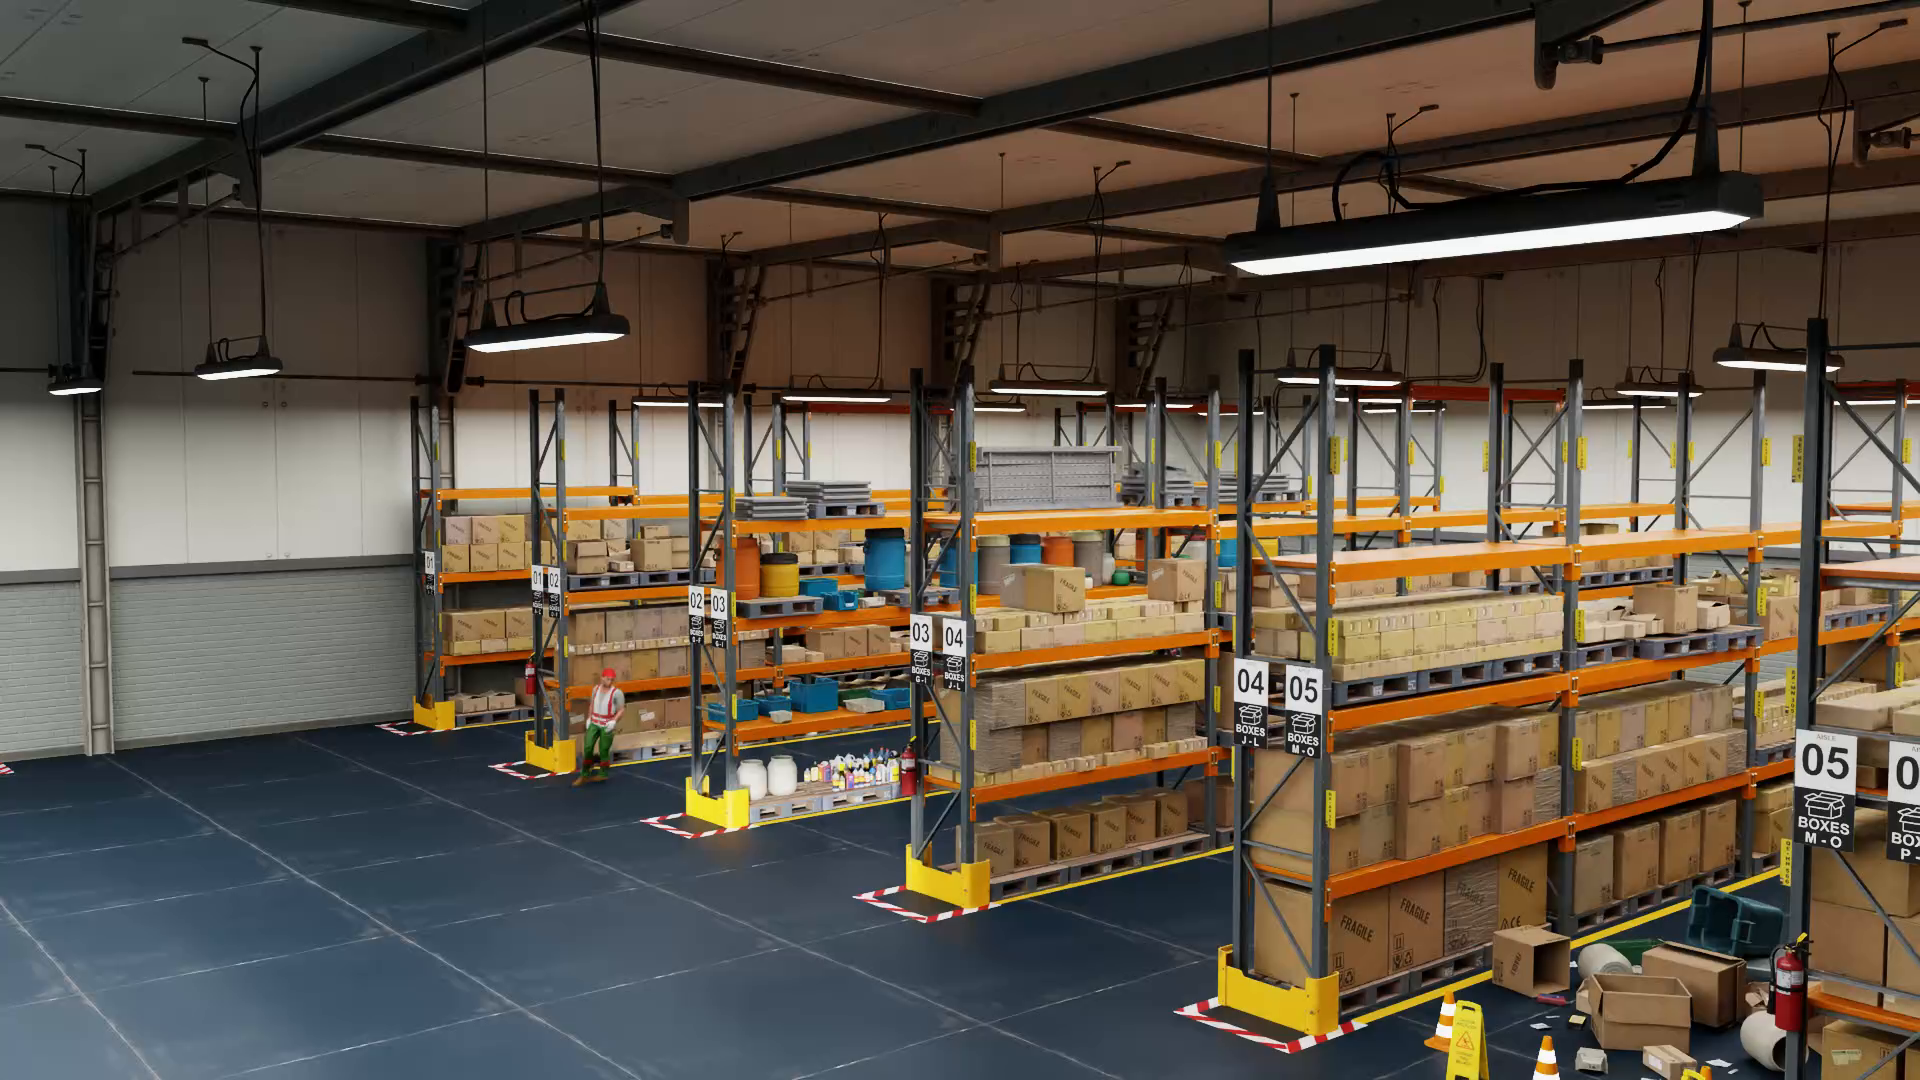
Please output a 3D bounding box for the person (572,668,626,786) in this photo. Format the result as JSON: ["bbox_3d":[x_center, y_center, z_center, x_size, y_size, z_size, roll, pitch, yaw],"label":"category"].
[{"bbox_3d":[-5.390,2.797,24.994,0.731,1.747,0.619,1,3,14],"label":"person"}]
